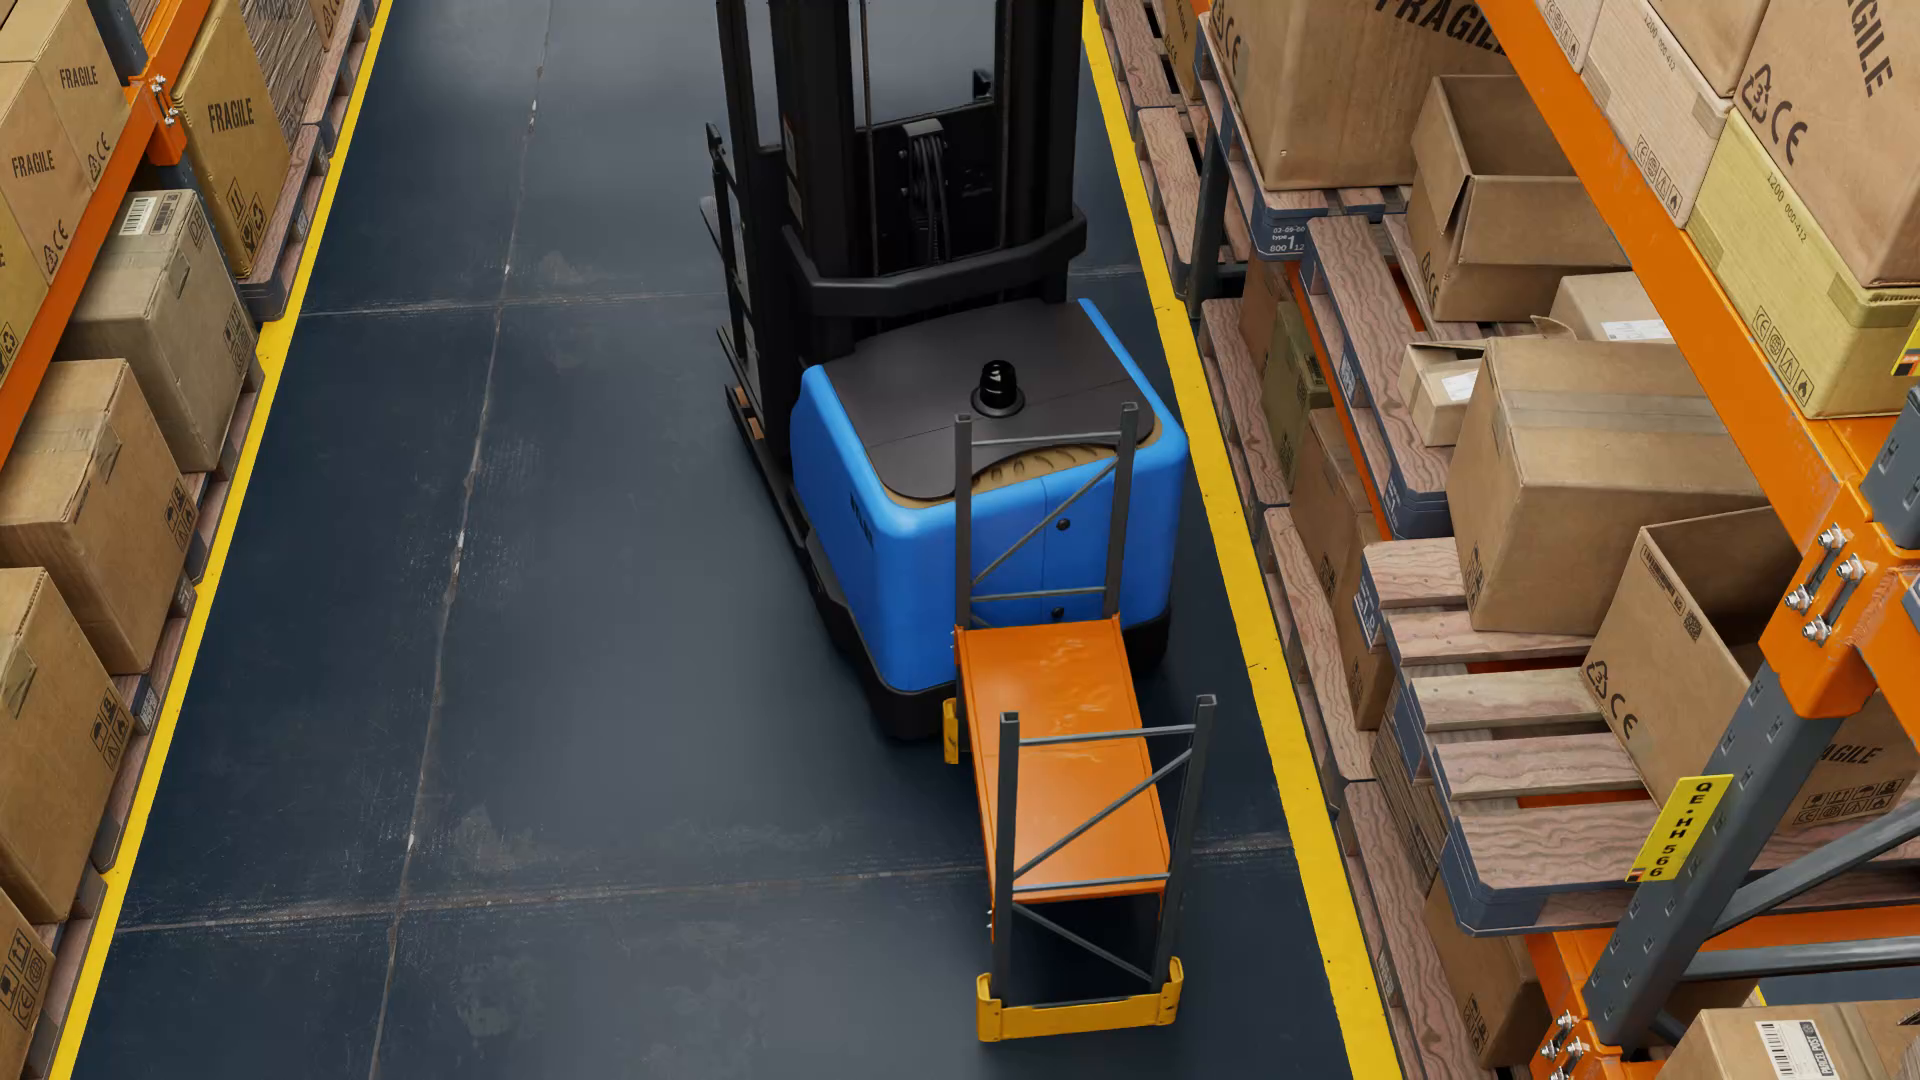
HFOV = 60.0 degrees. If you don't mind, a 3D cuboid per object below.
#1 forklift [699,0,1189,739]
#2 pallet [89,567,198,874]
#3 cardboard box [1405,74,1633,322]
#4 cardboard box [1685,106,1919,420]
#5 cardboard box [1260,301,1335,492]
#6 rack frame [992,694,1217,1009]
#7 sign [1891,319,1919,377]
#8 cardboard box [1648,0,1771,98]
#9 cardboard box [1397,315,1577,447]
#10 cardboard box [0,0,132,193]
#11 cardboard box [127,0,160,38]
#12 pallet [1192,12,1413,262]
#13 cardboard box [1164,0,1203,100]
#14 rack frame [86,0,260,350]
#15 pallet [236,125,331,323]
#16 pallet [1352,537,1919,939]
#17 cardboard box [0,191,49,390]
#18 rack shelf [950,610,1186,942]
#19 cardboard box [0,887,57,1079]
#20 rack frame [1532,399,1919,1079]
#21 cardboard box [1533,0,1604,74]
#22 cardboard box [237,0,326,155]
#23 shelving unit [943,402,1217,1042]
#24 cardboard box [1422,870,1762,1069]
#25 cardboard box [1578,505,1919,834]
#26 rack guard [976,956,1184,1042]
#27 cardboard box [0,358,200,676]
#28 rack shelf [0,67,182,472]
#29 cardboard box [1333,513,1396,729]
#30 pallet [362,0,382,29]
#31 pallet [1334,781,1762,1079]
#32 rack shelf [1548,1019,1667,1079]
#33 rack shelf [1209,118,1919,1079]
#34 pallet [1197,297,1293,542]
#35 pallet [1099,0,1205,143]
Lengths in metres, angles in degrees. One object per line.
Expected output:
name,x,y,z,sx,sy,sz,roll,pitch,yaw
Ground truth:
forklift,-0.289,-1.435,5.591,1.130,2.935,3.031,-16,49,-15
pallet,-3.224,0.578,5.557,1.003,0.211,1.213,-3,47,-3
cardboard box,1.719,-0.979,4.750,0.797,0.503,0.637,1,47,1
cardboard box,1.532,-0.462,2.659,0.500,0.250,0.500,-3,47,-3
cardboard box,1.533,-0.547,6.121,0.700,0.500,0.500,-4,47,-4
rack frame,0.342,0.902,4.363,0.500,1.500,0.032,-4,47,-4
sign,1.276,-0.331,2.075,0.100,0.325,0.005,-3,47,-3
cardboard box,1.474,-1.091,2.738,0.500,0.500,0.500,-4,47,-3
cardboard box,1.408,-0.441,4.406,0.396,0.266,0.258,-5,47,-4
cardboard box,-3.159,-1.492,5.528,0.500,0.500,0.500,-4,47,-4
cardboard box,-3.512,-2.137,6.104,0.875,0.550,0.550,-3,47,-3
pallet,1.401,-1.420,5.661,1.003,0.211,1.213,-3,47,-3
cardboard box,1.302,-2.482,7.967,0.500,0.500,0.500,-7,47,-7
rack frame,-3.469,-1.819,5.907,1.000,3.000,0.127,-3,47,-3
pallet,-3.455,-1.415,7.445,1.003,0.211,1.213,-3,47,-3
pallet,1.651,0.404,3.934,1.213,0.211,1.003,-3,47,-3
cardboard box,-3.074,-0.761,4.836,0.500,0.500,0.500,-3,47,-3
rack shelf,0.289,0.659,4.841,0.538,0.185,1.000,-4,47,-4
cardboard box,-3.096,1.258,4.253,1.050,0.750,0.750,-4,47,-4
rack frame,1.817,0.847,3.382,1.000,3.000,0.127,-3,47,-3
cardboard box,1.438,-1.184,3.343,0.500,0.250,0.500,-2,47,-2
cardboard box,-3.531,-2.344,7.578,0.875,0.875,0.875,-3,47,-3
shelving unit,0.290,0.542,4.704,0.587,1.500,1.083,-4,47,-4
cardboard box,1.741,1.071,4.588,0.700,0.500,0.500,-6,47,-5
cardboard box,1.732,0.280,3.561,0.500,0.500,0.500,-9,47,-8
rack guard,0.342,1.331,4.817,0.587,0.250,0.087,-4,47,-4
cardboard box,-3.251,-0.048,5.490,1.050,0.750,0.750,-3,47,-3
rack shelf,-3.302,-0.125,4.797,1.077,0.370,4.000,-3,47,-3
cardboard box,1.627,0.261,5.355,0.700,0.500,0.500,0,47,0
pallet,-3.659,-3.180,9.117,1.003,0.211,1.213,-3,47,-3
pallet,1.753,1.240,4.930,1.003,0.211,1.213,-3,47,-3
rack shelf,1.984,2.541,2.273,1.077,0.370,4.000,-3,47,-3
rack shelf,1.649,-0.353,5.014,1.077,0.370,4.000,-3,47,-3
pallet,1.548,-0.525,6.602,1.003,0.211,1.213,-3,47,-3
pallet,1.285,-2.457,8.431,1.003,0.211,1.213,-3,47,-3
